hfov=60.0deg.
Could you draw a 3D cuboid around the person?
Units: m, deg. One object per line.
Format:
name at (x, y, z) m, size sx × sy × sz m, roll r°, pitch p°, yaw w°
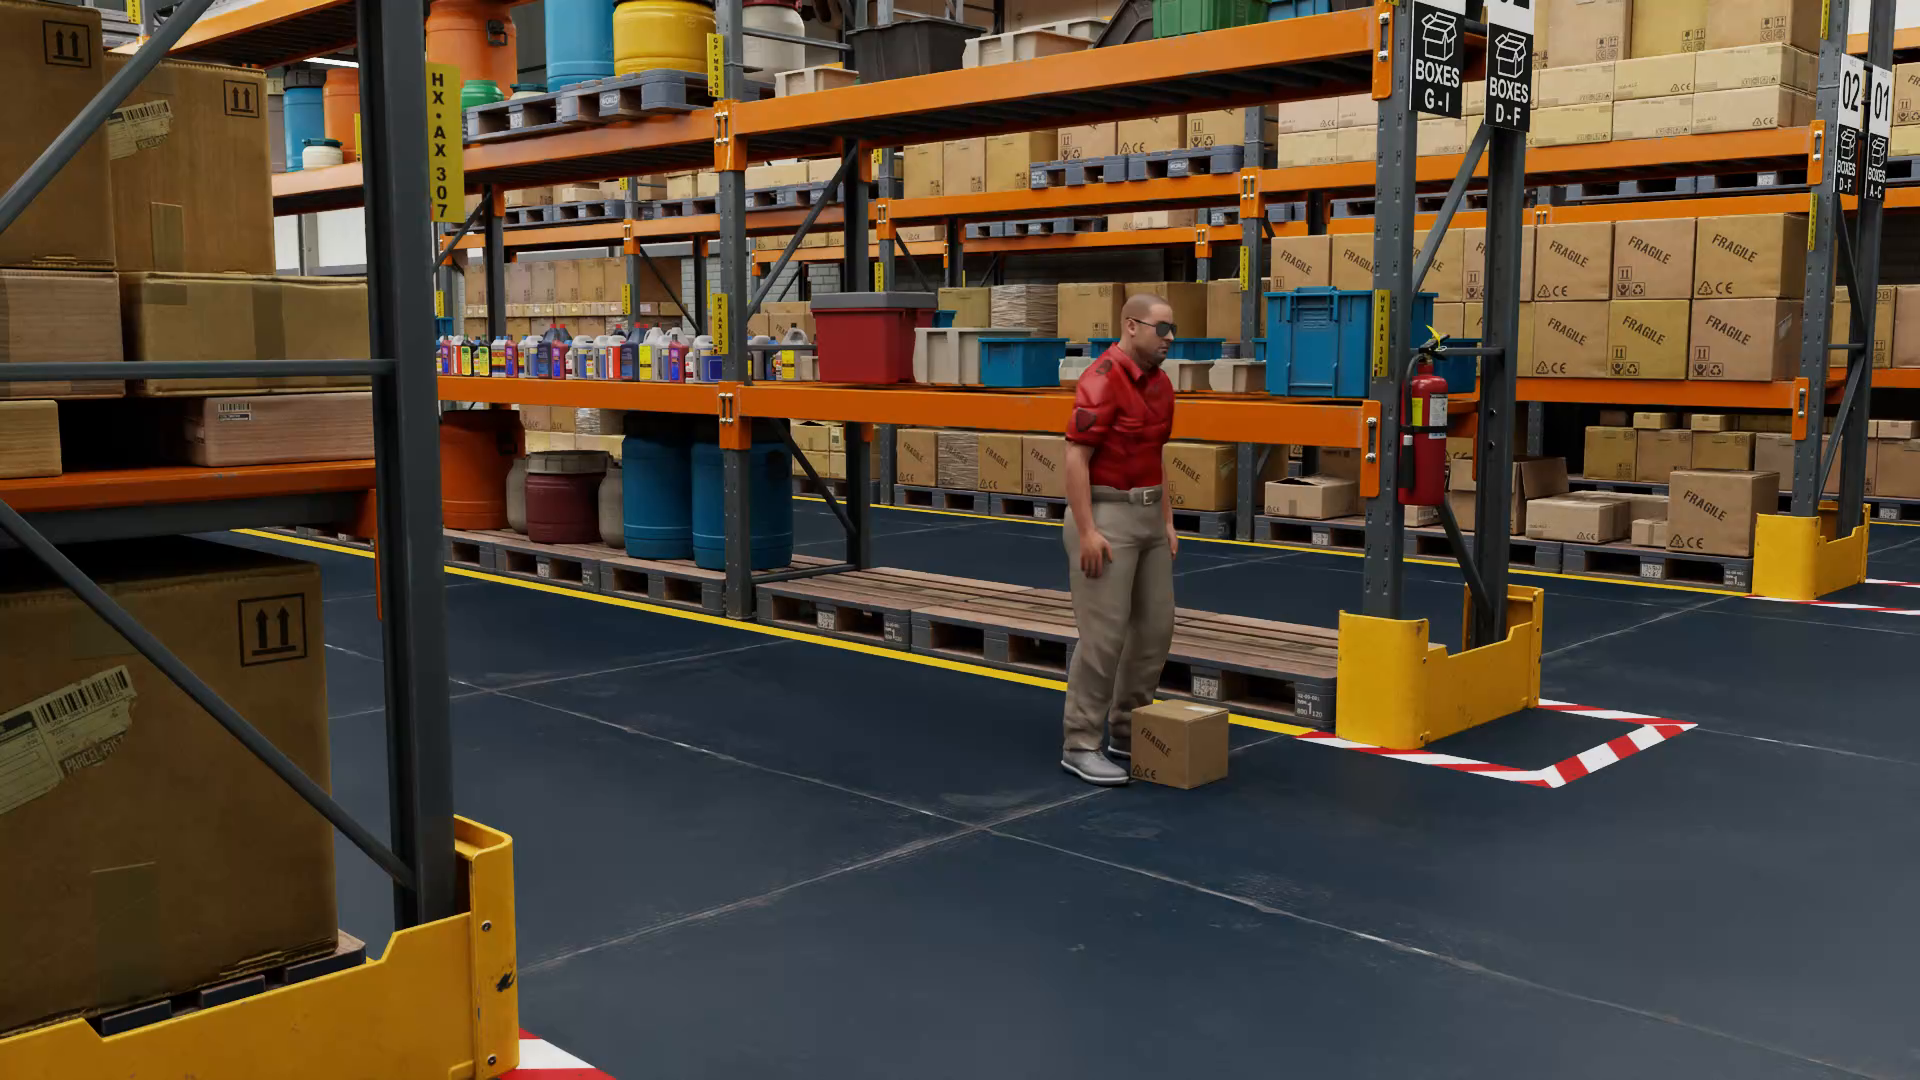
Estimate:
person at (0.599, -0.027, 6.033) m, size 0.393 × 1.726 × 0.601 m, roll 6°, pitch 9°, yaw 40°
